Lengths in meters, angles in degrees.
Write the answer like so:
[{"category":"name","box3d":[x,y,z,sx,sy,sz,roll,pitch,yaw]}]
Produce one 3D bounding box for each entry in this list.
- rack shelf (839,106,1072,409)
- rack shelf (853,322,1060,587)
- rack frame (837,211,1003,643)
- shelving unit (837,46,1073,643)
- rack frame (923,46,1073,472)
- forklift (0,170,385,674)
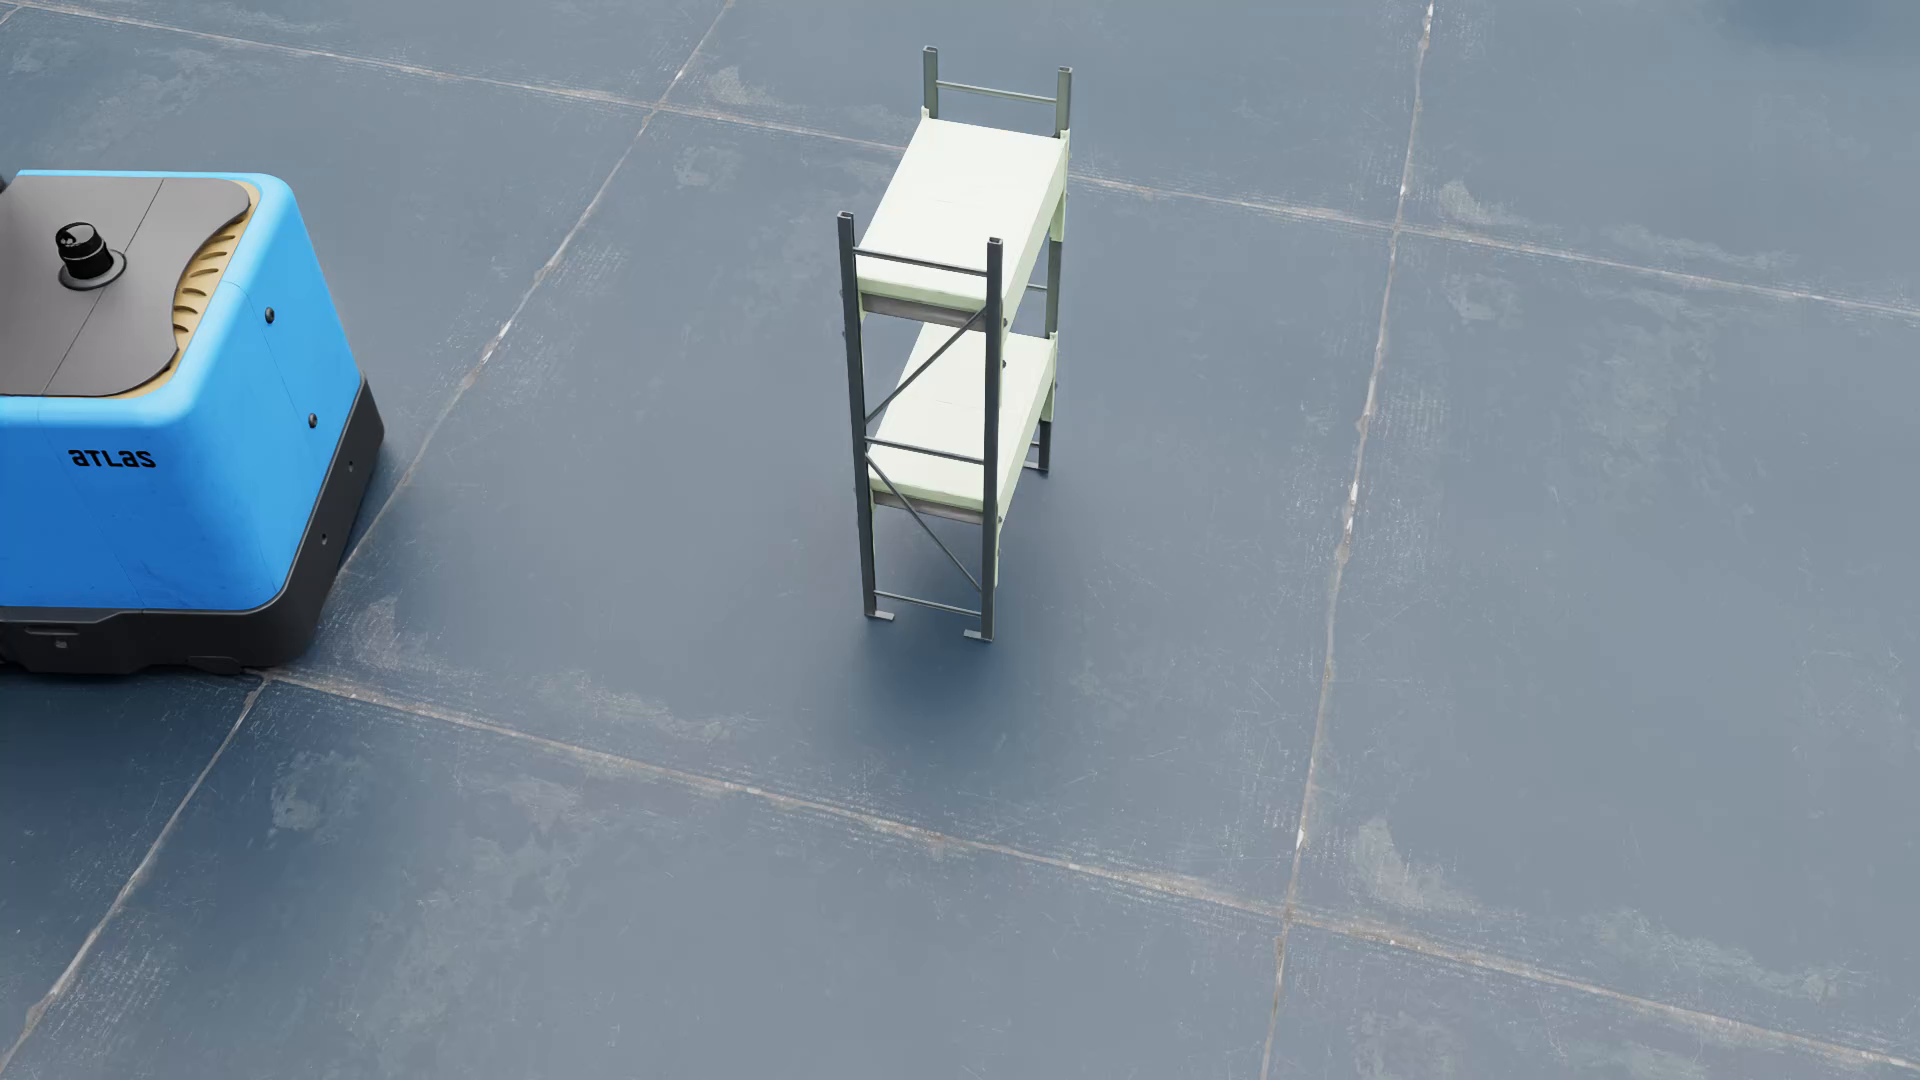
[{"category":"rack shelf","box3d":[0.002,-0.759,4.399,0.431,0.370,0.720,12,50,10]},{"category":"rack shelf","box3d":[0.002,-0.285,4.936,0.431,0.370,0.720,12,50,10]},{"category":"rack frame","box3d":[-0.095,-0.236,4.458,0.400,1.500,0.023,12,50,10]},{"category":"shelving unit","box3d":[0.002,-0.501,4.692,0.431,1.500,0.755,12,50,10]},{"category":"rack frame","box3d":[0.098,-0.766,4.926,0.400,1.500,0.023,12,50,10]},{"category":"forklift","box3d":[-3.414,-0.974,4.155,3.031,2.935,1.130,1,49,1]}]
